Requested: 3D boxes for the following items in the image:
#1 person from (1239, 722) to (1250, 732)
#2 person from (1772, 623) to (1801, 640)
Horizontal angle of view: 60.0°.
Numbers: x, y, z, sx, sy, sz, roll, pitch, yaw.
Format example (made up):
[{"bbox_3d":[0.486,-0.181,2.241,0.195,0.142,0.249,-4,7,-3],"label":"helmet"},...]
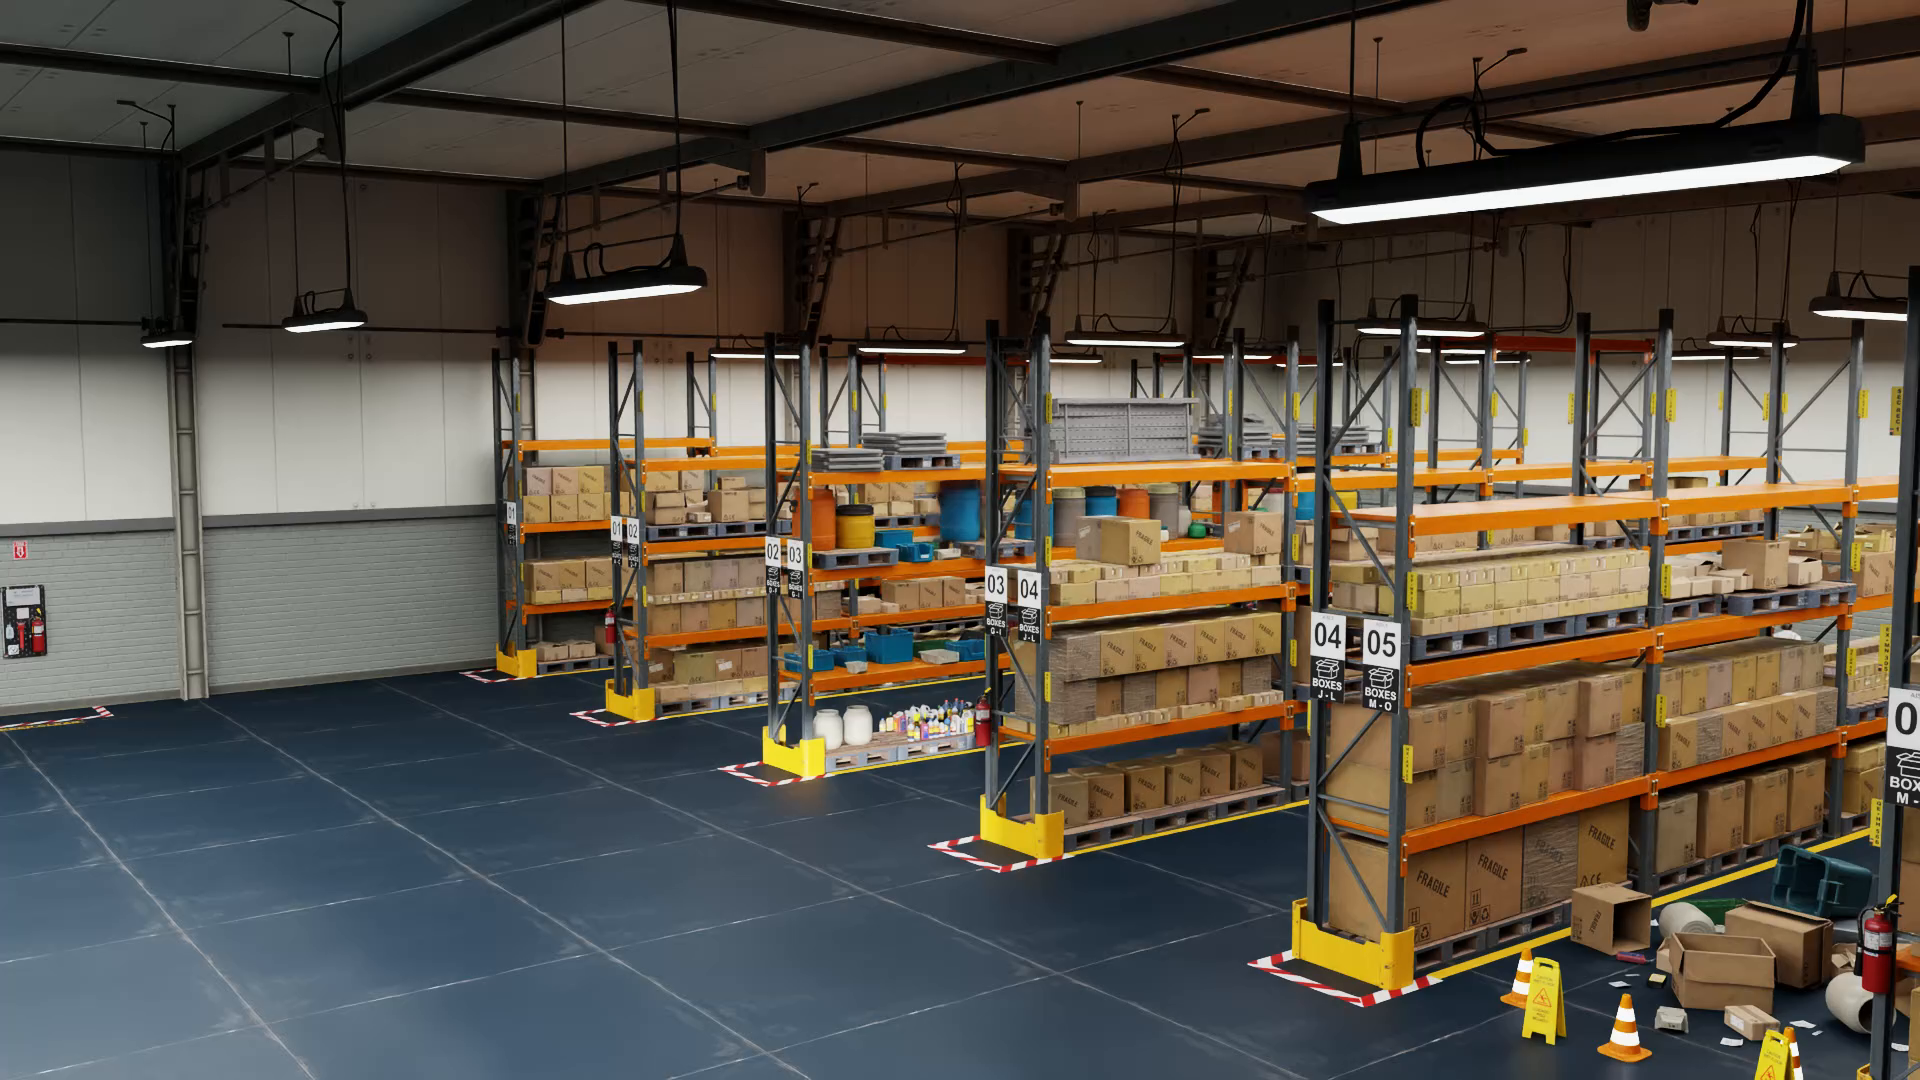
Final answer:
[{"bbox_3d":[3.980,2.074,25.004,1.074,1.708,0.609,-3,6,-34],"label":"person"},{"bbox_3d":[13.032,2.044,26.180,0.519,1.659,0.551,-5,7,-44],"label":"person"}]
